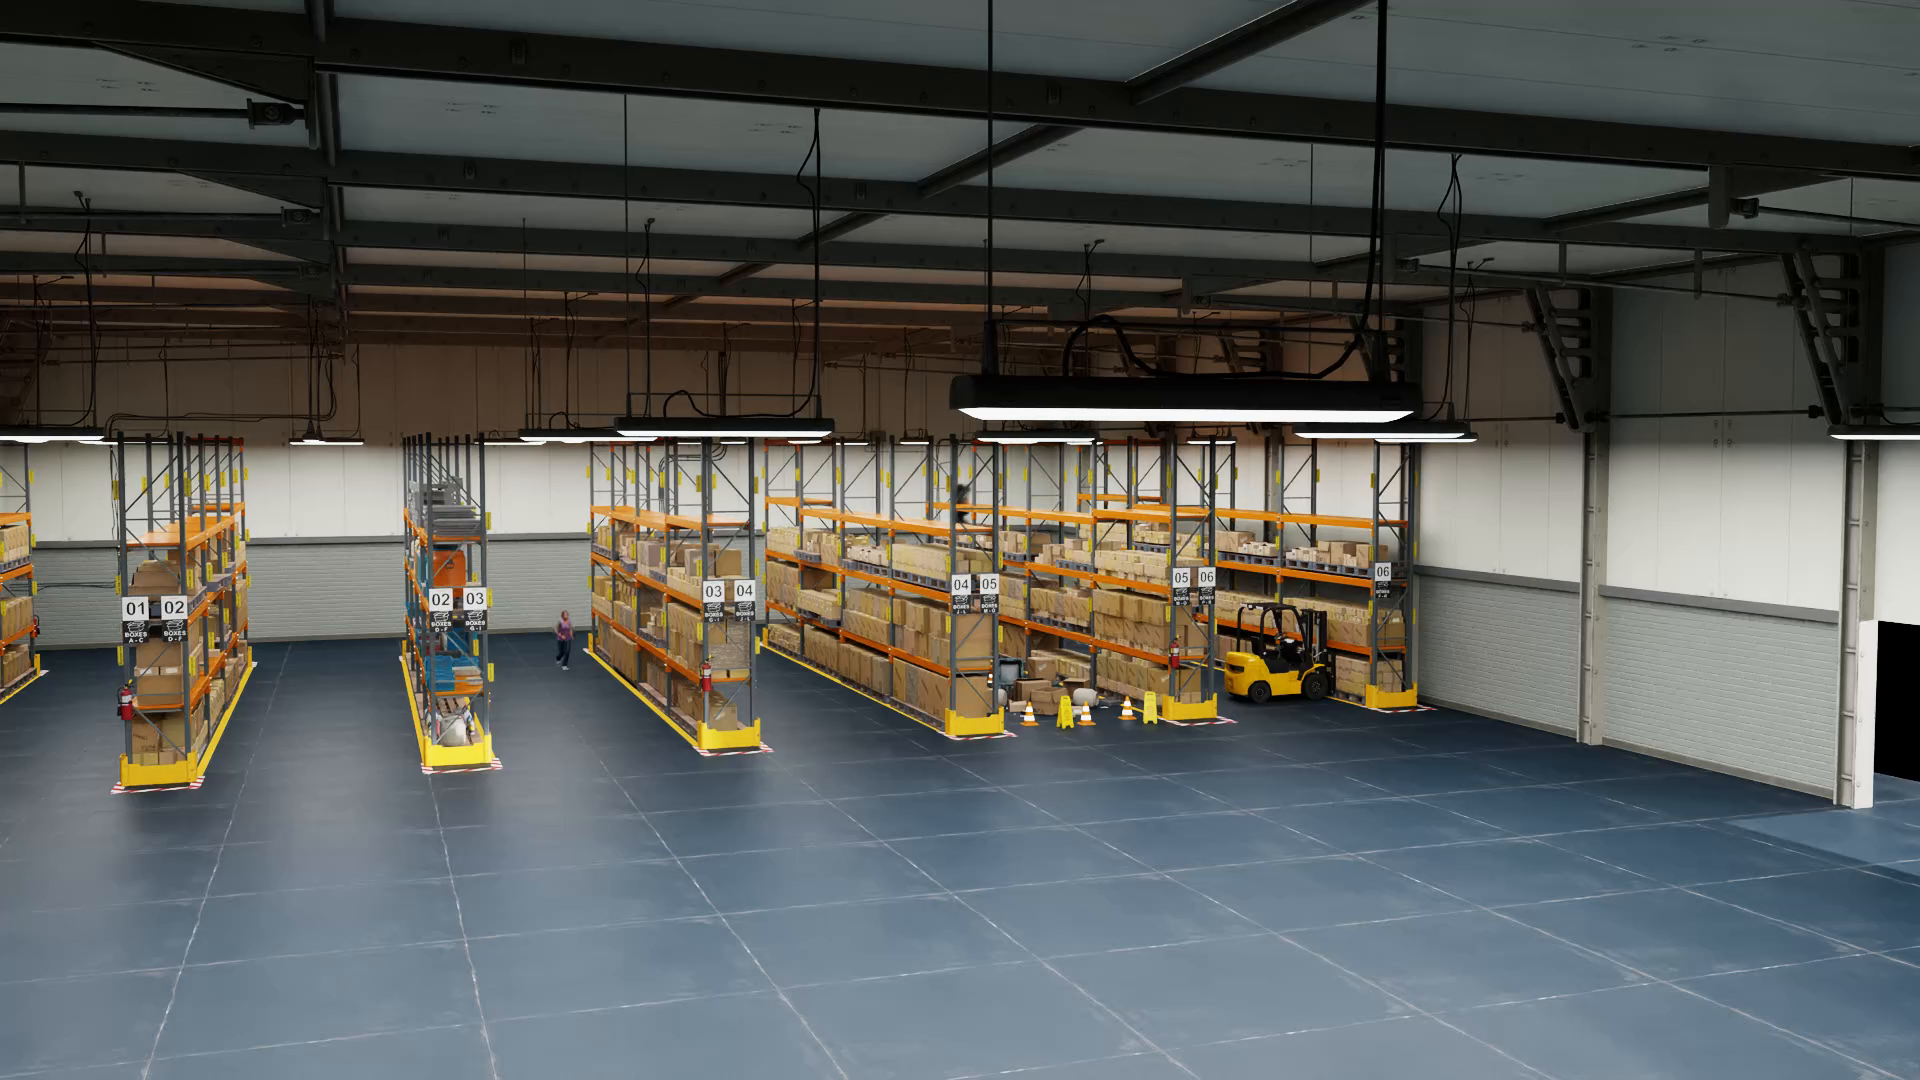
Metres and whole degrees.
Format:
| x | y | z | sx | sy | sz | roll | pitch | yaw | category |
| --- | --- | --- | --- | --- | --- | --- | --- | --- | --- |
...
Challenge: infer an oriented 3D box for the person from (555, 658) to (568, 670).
| x | y | z | sx | sy | sz | roll | pitch | yaw | category |
| --- | --- | --- | --- | --- | --- | --- | --- | --- | --- |
| -10.294 | 3.187 | 43.006 | 0.163 | 0.333 | 0.592 | -2 | 4 | -33 | person |

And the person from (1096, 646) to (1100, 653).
| x | y | z | sx | sy | sz | roll | pitch | yaw | category |
| --- | --- | --- | --- | --- | --- | --- | --- | --- | --- |
| 3.610 | 2.368 | 45.697 | 0.447 | 1.480 | 0.565 | -3 | 4 | -43 | person |

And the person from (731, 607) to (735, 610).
| x | y | z | sx | sy | sz | roll | pitch | yaw | category |
| --- | --- | --- | --- | --- | --- | --- | --- | --- | --- |
| -6.783 | 1.913 | 47.959 | 0.581 | 0.712 | 0.544 | 0 | 3 | 2 | person |
